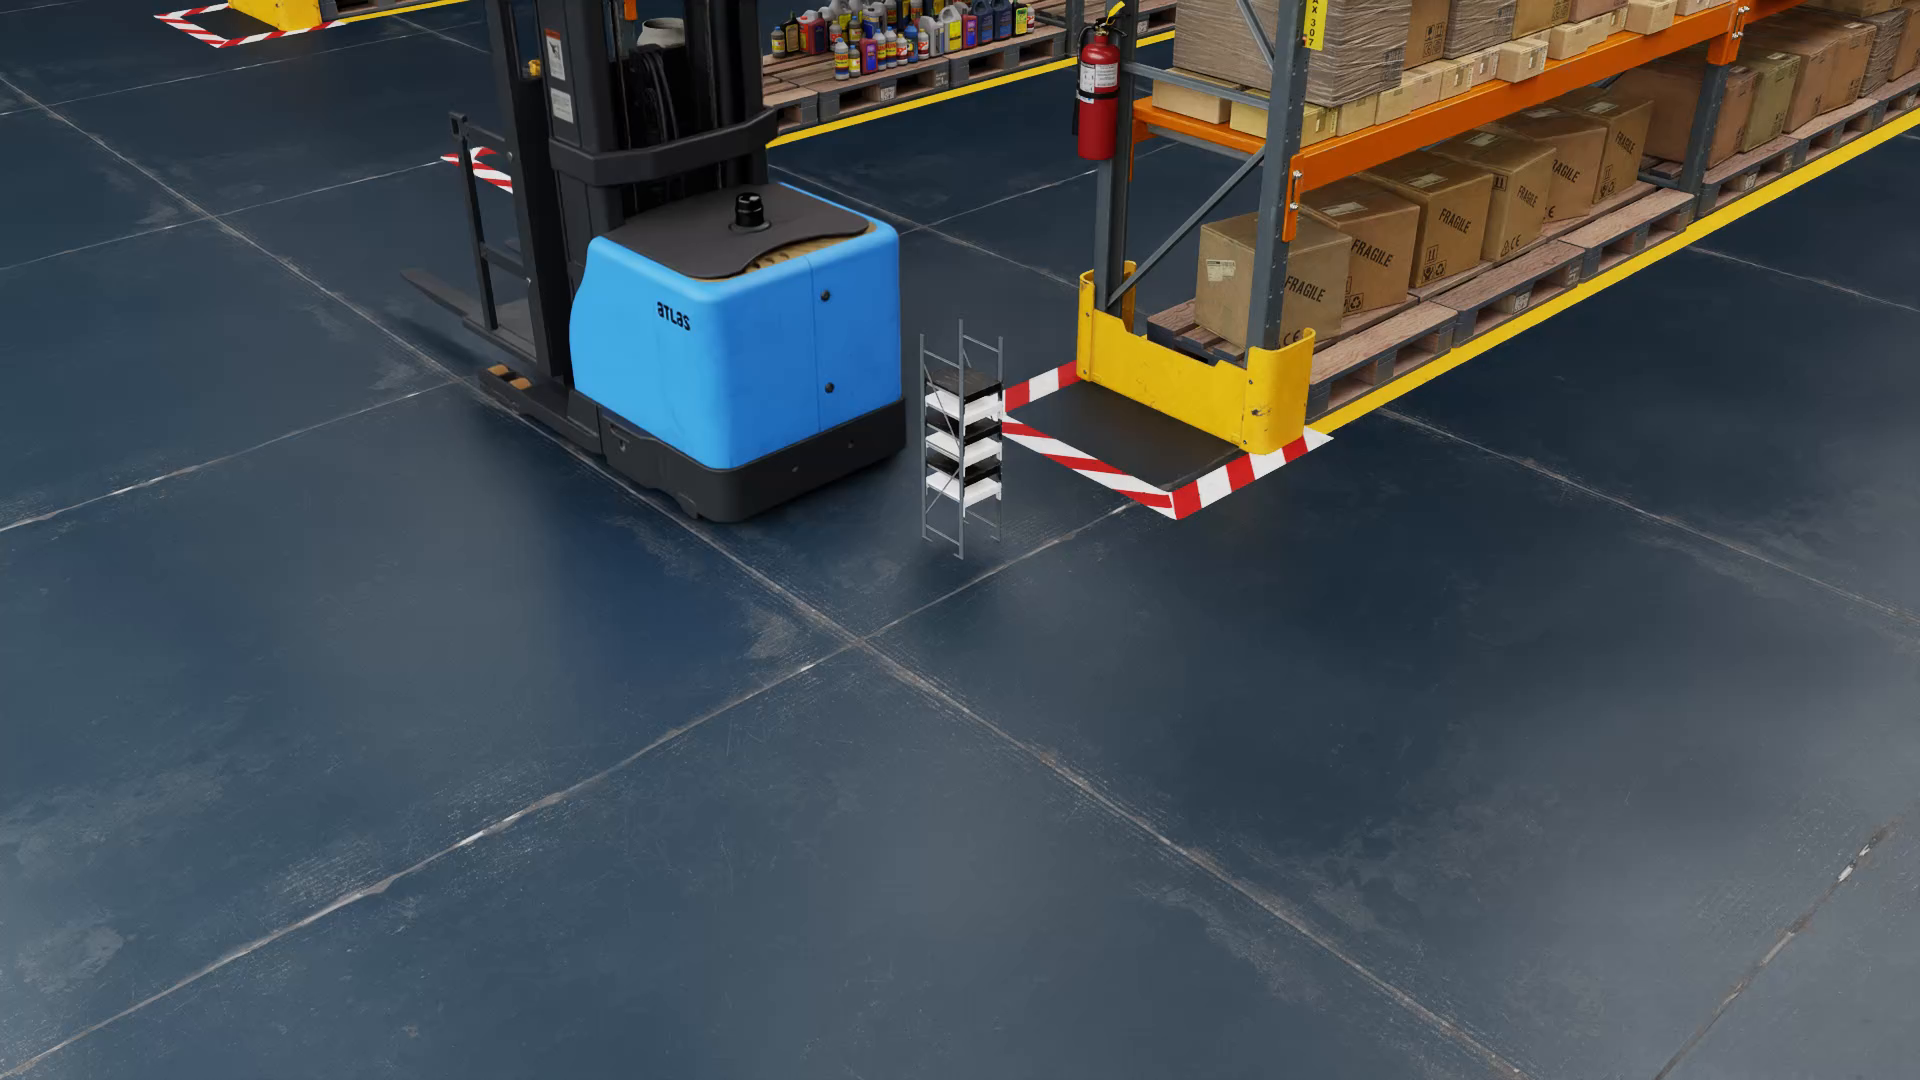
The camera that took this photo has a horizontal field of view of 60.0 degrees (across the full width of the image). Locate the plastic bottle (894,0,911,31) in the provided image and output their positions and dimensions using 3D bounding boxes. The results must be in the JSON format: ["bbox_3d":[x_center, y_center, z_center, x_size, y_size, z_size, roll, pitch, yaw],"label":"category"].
[{"bbox_3d":[-0.443,-4.076,12.658,0.144,0.351,0.185,27,41,37],"label":"plastic bottle"}]

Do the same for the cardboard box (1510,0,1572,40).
[{"bbox_3d":[2.482,-2.811,8.090,0.500,0.500,0.875,-26,40,-35],"label":"cardboard box"}]

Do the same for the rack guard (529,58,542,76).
[{"bbox_3d":[-2.340,-2.773,10.806,0.348,0.500,1.175,-26,40,-35],"label":"rack guard"}]

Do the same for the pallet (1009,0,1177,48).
[{"bbox_3d":[1.119,-4.317,13.607,1.213,0.211,1.003,-26,40,-35],"label":"pallet"}]

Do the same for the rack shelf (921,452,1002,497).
[{"bbox_3d":[0.006,-0.282,6.584,0.200,0.077,0.258,-26,40,-35],"label":"rack shelf"}]

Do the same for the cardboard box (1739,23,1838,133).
[{"bbox_3d":[5.175,-3.010,10.771,0.700,0.500,0.500,25,40,35],"label":"cardboard box"}]

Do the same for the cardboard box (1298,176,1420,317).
[{"bbox_3d":[1.889,-1.453,8.244,0.500,0.500,0.500,-15,35,-23],"label":"cardboard box"}]

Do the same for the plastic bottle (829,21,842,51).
[{"bbox_3d":[-0.911,-3.694,12.177,0.097,0.201,0.097,0,31,0],"label":"plastic bottle"}]

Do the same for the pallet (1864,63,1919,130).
[{"bbox_3d":[6.297,-3.271,11.897,1.213,0.211,1.003,-26,40,-35],"label":"pallet"}]

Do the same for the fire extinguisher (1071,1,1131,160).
[{"bbox_3d":[0.607,-2.002,7.223,0.183,0.674,0.296,-26,40,-35],"label":"fire extinguisher"}]

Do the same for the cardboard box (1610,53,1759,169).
[{"bbox_3d":[4.402,-2.649,10.182,0.700,0.500,0.500,26,40,35],"label":"cardboard box"}]

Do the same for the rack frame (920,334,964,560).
[{"bbox_3d":[-0.069,-0.351,6.461,0.006,0.900,0.240,-26,40,-35],"label":"rack frame"}]

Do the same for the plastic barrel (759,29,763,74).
[{"bbox_3d":[-1.565,-3.353,11.340,0.421,0.512,0.421,0,31,0],"label":"plastic barrel"}]

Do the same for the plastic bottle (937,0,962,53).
[{"bbox_3d":[-0.084,-3.749,12.124,0.185,0.351,0.144,-26,40,-36],"label":"plastic bottle"}]

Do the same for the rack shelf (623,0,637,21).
[{"bbox_3d":[-0.897,-4.197,11.428,4.000,0.370,1.077,-26,40,-35],"label":"rack shelf"}]

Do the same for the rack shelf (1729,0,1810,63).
[{"bbox_3d":[5.404,-3.721,10.649,4.000,0.370,1.077,-26,40,-35],"label":"rack shelf"}]

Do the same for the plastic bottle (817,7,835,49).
[{"bbox_3d":[-1.009,-3.767,12.225,0.135,0.276,0.152,-27,41,-37],"label":"plastic bottle"}]

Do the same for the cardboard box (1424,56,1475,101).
[{"bbox_3d":[2.123,-2.149,7.630,0.250,0.149,0.380,-26,40,-35],"label":"cardboard box"}]

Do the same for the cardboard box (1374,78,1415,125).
[{"bbox_3d":[1.765,-1.967,7.332,0.250,0.149,0.380,-26,40,-35],"label":"cardboard box"}]

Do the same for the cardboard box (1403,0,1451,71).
[{"bbox_3d":[1.711,-2.477,7.545,0.500,0.500,0.875,-26,40,-35],"label":"cardboard box"}]

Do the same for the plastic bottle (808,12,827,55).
[{"bbox_3d":[-1.038,-3.681,12.076,0.133,0.283,0.061,-26,40,-35],"label":"plastic bottle"}]

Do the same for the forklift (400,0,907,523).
[{"bbox_3d":[-1.614,-1.996,7.205,1.130,2.935,3.031,-26,40,-36],"label":"forklift"}]

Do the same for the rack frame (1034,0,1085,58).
[{"bbox_3d":[0.570,-5.213,12.400,0.127,3.000,1.000,-26,40,-35],"label":"rack frame"}]

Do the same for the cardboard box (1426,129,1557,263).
[{"bbox_3d":[2.800,-1.848,8.891,0.500,0.500,0.500,25,39,35],"label":"cardboard box"}]

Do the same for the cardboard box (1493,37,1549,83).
[{"bbox_3d":[2.541,-2.297,7.873,0.250,0.149,0.380,-26,40,-35],"label":"cardboard box"}]

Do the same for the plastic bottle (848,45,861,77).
[{"bbox_3d":[-0.746,-3.349,11.612,0.097,0.201,0.097,0,31,0],"label":"plastic bottle"}]

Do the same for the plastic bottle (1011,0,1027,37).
[{"bbox_3d":[0.441,-3.945,12.509,0.133,0.283,0.061,-24,39,-33],"label":"plastic bottle"}]

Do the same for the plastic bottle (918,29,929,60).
[{"bbox_3d":[-0.274,-3.577,11.985,0.097,0.201,0.097,0,31,0],"label":"plastic bottle"}]

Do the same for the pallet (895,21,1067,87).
[{"bbox_3d":[0.049,-3.801,12.764,1.213,0.211,1.003,-26,40,-35],"label":"pallet"}]

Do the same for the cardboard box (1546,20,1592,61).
[{"bbox_3d":[2.870,-2.496,8.198,0.250,0.149,0.380,-26,40,-35],"label":"cardboard box"}]

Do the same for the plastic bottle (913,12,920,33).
[{"bbox_3d":[-0.279,-3.705,12.116,0.133,0.283,0.061,-26,40,-35],"label":"plastic bottle"}]

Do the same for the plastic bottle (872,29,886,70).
[{"bbox_3d":[-0.571,-3.464,11.732,0.097,0.271,0.097,0,31,0],"label":"plastic bottle"}]

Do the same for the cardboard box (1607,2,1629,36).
[{"bbox_3d":[3.185,-2.702,8.535,0.250,0.149,0.380,-26,40,-35],"label":"cardboard box"}]

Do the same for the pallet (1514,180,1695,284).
[{"bbox_3d":[3.469,-1.877,9.617,1.213,0.211,1.003,-26,40,-35],"label":"pallet"}]

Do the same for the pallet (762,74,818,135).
[{"bbox_3d":[-1.740,-2.936,11.349,1.213,0.211,1.003,-26,40,-35],"label":"pallet"}]

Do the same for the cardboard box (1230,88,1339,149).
[{"bbox_3d":[1.375,-1.802,7.063,0.250,0.149,0.380,-26,40,-35],"label":"cardboard box"}]

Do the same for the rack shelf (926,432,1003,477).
[{"bbox_3d":[0.006,-0.358,6.537,0.200,0.077,0.258,-26,40,-35],"label":"rack shelf"}]

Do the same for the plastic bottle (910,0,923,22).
[{"bbox_3d":[-0.328,-4.012,12.629,0.097,0.271,0.097,0,31,0],"label":"plastic bottle"}]

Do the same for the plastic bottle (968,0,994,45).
[{"bbox_3d":[0.153,-3.864,12.311,0.144,0.351,0.185,27,40,37],"label":"plastic bottle"}]

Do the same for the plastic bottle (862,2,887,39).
[{"bbox_3d":[-0.635,-3.846,12.353,0.135,0.276,0.152,-26,40,-35],"label":"plastic bottle"}]

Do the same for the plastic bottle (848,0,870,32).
[{"bbox_3d":[-0.754,-3.925,12.412,0.185,0.351,0.144,-26,40,-36],"label":"plastic bottle"}]

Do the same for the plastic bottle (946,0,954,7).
[{"bbox_3d":[-0.108,-4.131,12.813,0.133,0.283,0.061,-26,40,-35],"label":"plastic bottle"}]

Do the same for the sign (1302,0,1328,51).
[{"bbox_3d":[1.373,-2.062,6.416,0.005,0.325,0.100,-26,40,-35],"label":"sign"}]

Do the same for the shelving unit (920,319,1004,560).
[{"bbox_3d":[0.006,-0.387,6.520,0.210,0.900,0.258,-26,40,-35],"label":"shelving unit"}]

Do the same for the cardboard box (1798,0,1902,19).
[{"bbox_3d":[6.018,-3.737,11.242,0.500,0.250,0.500,-21,37,-30],"label":"cardboard box"}]

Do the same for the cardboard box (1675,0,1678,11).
[{"bbox_3d":[3.566,-2.872,8.812,0.250,0.149,0.380,-26,40,-35],"label":"cardboard box"}]

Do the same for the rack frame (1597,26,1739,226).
[{"bbox_3d":[3.937,-3.319,9.302,0.127,3.000,1.000,-26,40,-35],"label":"rack frame"}]

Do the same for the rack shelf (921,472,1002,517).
[{"bbox_3d":[0.006,-0.205,6.631,0.200,0.077,0.258,-26,40,-35],"label":"rack shelf"}]

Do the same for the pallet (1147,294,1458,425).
[{"bbox_3d":[1.680,-1.012,8.202,1.213,0.211,1.003,-26,40,-35],"label":"pallet"}]

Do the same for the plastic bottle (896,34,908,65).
[{"bbox_3d":[-0.425,-3.504,11.866,0.097,0.201,0.097,0,31,0],"label":"plastic bottle"}]

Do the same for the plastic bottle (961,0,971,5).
[{"bbox_3d":[0.038,-4.292,13.087,0.097,0.271,0.097,0,31,0],"label":"plastic bottle"}]

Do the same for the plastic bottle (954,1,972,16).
[{"bbox_3d":[0.034,-3.880,12.409,0.135,0.276,0.152,-26,40,-35],"label":"plastic bottle"}]

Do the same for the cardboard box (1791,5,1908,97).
[{"bbox_3d":[5.995,-3.412,11.428,0.700,0.500,0.500,25,40,35],"label":"cardboard box"}]

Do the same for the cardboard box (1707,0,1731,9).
[{"bbox_3d":[3.980,-3.023,9.059,0.250,0.149,0.380,-26,40,-35],"label":"cardboard box"}]

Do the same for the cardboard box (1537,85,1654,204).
[{"bbox_3d":[3.617,-2.305,9.637,0.500,0.500,0.500,-27,41,-37],"label":"cardboard box"}]

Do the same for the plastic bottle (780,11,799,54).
[{"bbox_3d":[-1.241,-3.691,12.093,0.133,0.283,0.061,-25,39,-34],"label":"plastic bottle"}]
